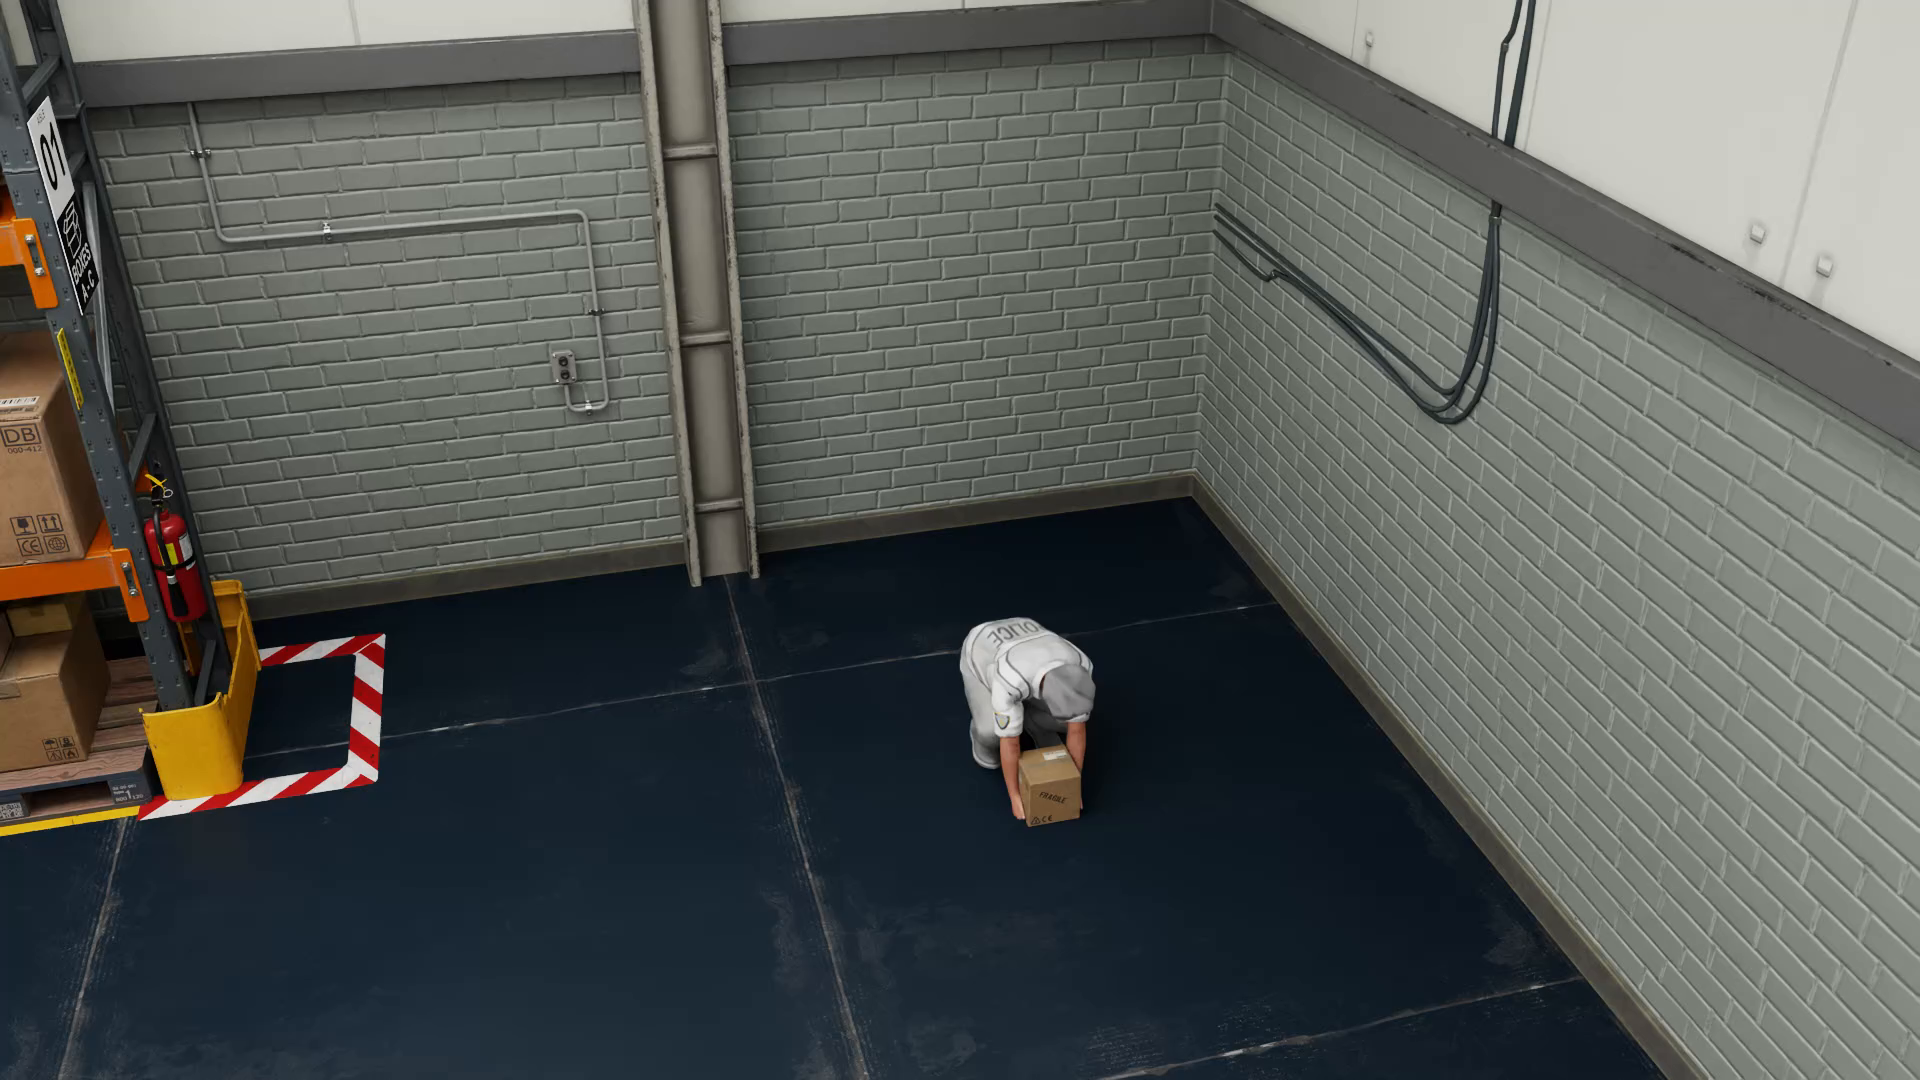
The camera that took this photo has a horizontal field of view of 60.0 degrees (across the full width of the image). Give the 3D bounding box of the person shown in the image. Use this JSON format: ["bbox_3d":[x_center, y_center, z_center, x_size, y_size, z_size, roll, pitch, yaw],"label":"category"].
[{"bbox_3d":[0.323,0.786,7.885,0.542,0.894,0.994,-8,31,-14],"label":"person"}]
